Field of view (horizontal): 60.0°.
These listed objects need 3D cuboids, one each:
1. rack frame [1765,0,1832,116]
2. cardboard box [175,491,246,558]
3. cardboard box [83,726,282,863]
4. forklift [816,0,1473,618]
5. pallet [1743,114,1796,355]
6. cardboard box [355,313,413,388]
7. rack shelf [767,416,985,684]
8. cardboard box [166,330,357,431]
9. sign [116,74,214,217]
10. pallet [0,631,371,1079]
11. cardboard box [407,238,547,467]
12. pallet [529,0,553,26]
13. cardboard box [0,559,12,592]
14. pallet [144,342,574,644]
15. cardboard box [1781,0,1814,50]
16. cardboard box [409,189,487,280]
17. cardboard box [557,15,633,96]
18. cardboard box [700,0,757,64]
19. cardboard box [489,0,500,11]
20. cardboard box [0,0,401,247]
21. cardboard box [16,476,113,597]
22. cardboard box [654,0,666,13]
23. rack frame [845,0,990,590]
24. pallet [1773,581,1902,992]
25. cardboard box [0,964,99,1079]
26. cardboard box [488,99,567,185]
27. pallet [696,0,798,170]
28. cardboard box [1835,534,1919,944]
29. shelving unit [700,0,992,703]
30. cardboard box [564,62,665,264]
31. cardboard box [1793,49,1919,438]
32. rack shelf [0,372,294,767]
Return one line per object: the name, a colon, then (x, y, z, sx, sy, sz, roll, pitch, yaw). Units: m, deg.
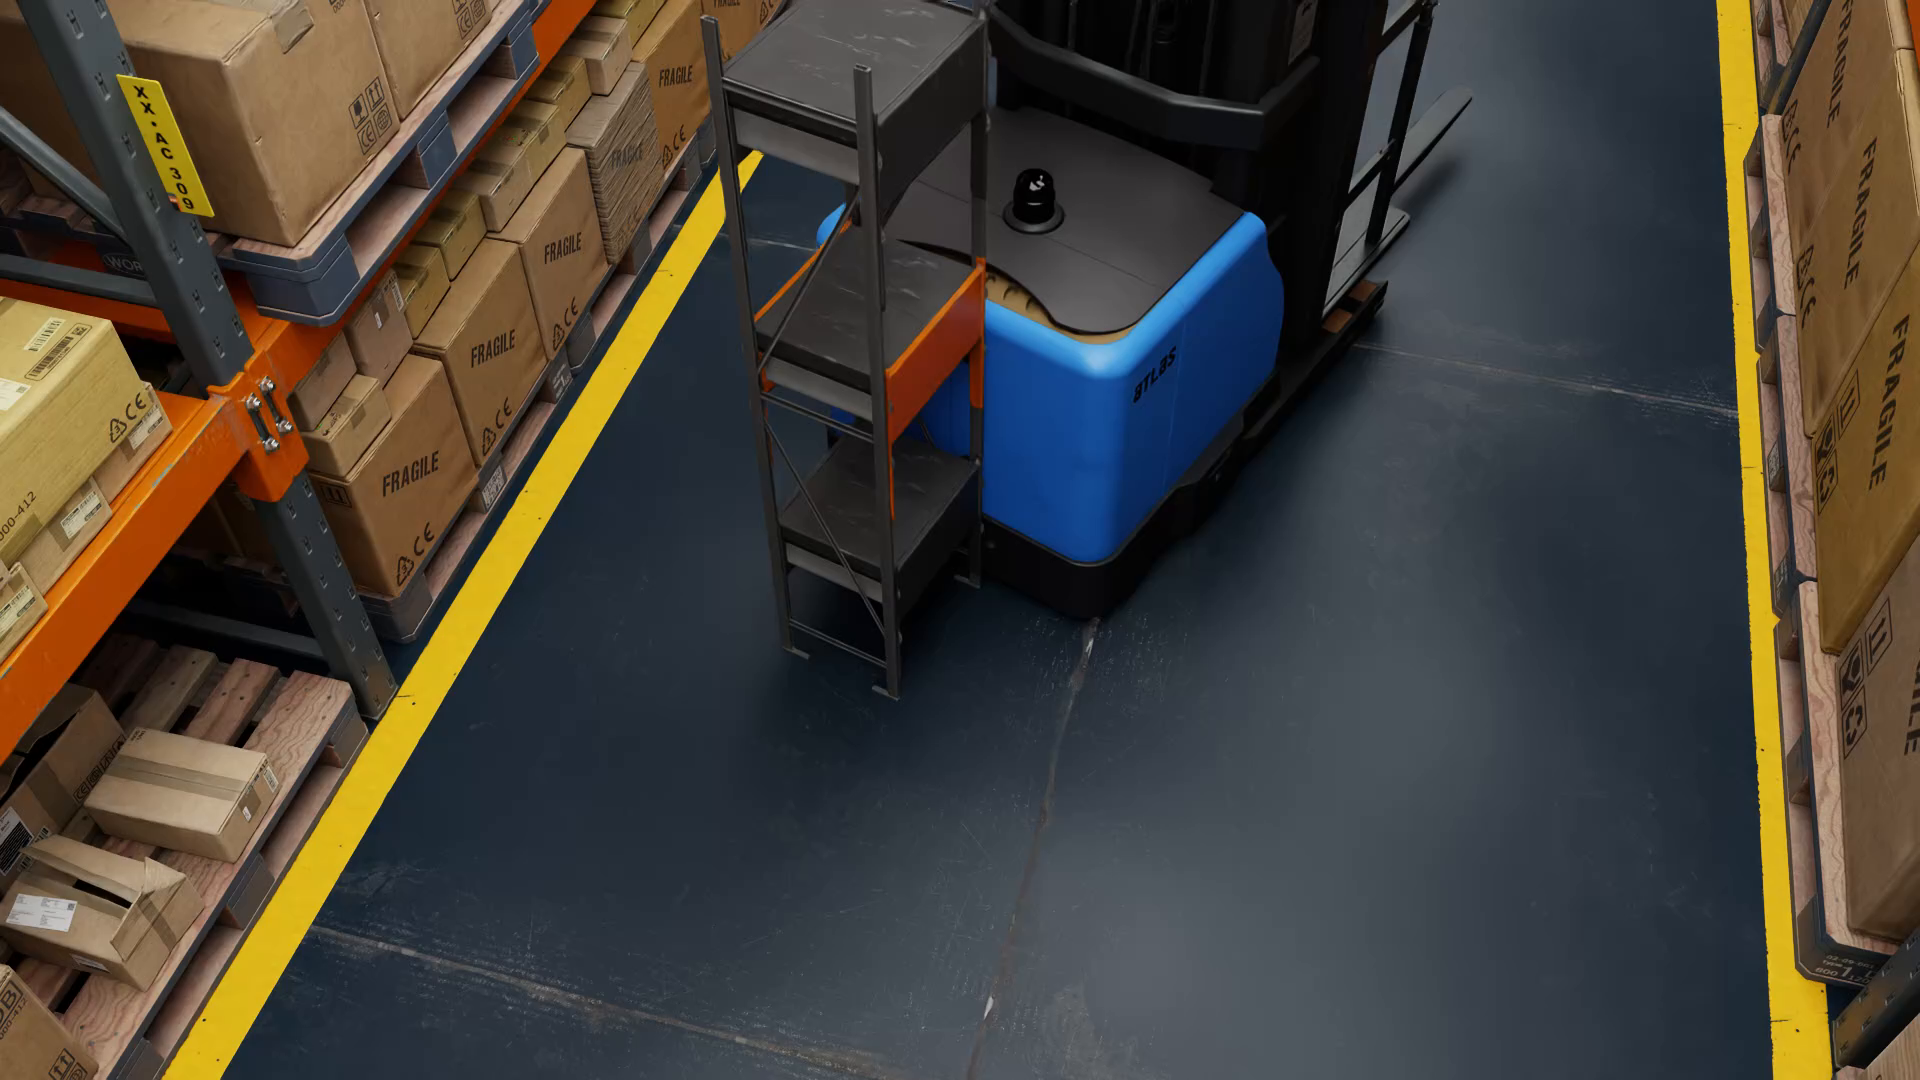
rack frame: (3.705, -2.527, 5.480, 1.000, 3.000, 0.127, 12, 50, 10)
cardboard box: (-2.294, -0.336, 4.933, 0.500, 0.500, 0.500, 11, 50, 10)
cardboard box: (-2.001, 0.655, 4.293, 0.380, 0.149, 0.250, 10, 49, 9)
forklift: (0.853, -1.808, 4.891, 1.130, 2.935, 3.031, 28, 54, 23)
pallet: (3.425, -1.049, 6.035, 1.003, 0.211, 1.213, 12, 50, 10)
cardboard box: (-1.788, -0.560, 4.698, 0.380, 0.149, 0.250, 10, 49, 9)
rack shelf: (-0.232, 0.012, 4.790, 0.431, 0.518, 0.480, 23, 52, 19)
cardboard box: (-1.845, -0.454, 4.406, 0.380, 0.149, 0.250, 11, 49, 9)
sign: (-1.612, -0.795, 3.374, 0.100, 0.325, 0.005, 12, 50, 10)
pallet: (-2.319, 0.809, 4.395, 1.003, 0.211, 1.213, 12, 50, 10)
cardboard box: (-1.663, -0.615, 5.179, 0.500, 0.500, 0.500, 11, 49, 10)
pallet: (-1.592, -2.033, 5.171, 1.003, 0.211, 1.213, 12, 50, 10)
cardboard box: (-2.154, 0.122, 3.043, 0.500, 0.250, 0.500, 12, 50, 10)
pallet: (-1.960, -0.284, 5.360, 1.003, 0.211, 1.213, 12, 50, 10)
cardboard box: (3.863, -2.203, 6.666, 0.950, 0.372, 0.625, 9, 49, 7)
cardboard box: (-1.673, -0.948, 5.041, 0.380, 0.149, 0.250, 11, 49, 9)
cardboard box: (-1.347, -1.669, 5.677, 0.380, 0.149, 0.250, 9, 49, 8)
cardboard box: (-1.131, -2.107, 6.496, 0.500, 0.500, 0.500, 11, 49, 9)
cardboard box: (-1.402, -1.634, 4.501, 0.396, 0.266, 0.258, 14, 50, 12)
cardboard box: (-1.794, -1.088, 3.863, 0.700, 0.500, 0.500, 13, 50, 11)
cardboard box: (-2.025, -0.054, 3.465, 0.380, 0.149, 0.250, 13, 50, 11)
cardboard box: (-1.238, -2.056, 6.018, 0.380, 0.149, 0.250, 13, 50, 11)
rack frame: (-0.113, -0.619, 4.396, 0.400, 2.100, 0.015, 23, 52, 19)
pallet: (2.782, 0.716, 4.477, 1.003, 0.211, 1.213, 12, 50, 10)
cardboard box: (-2.402, 1.186, 3.590, 0.700, 0.500, 0.500, 10, 49, 9)
cardboard box: (-1.503, -1.301, 5.352, 0.380, 0.149, 0.250, 13, 50, 11)
pallet: (-1.318, -2.048, 6.917, 1.003, 0.211, 1.213, 12, 50, 10)
cardboard box: (2.738, 0.466, 3.975, 0.875, 0.875, 0.875, 13, 50, 11)
shelving unit: (-0.232, -0.460, 4.255, 0.431, 2.100, 0.503, 23, 52, 19)
cardboard box: (-1.384, -1.349, 5.827, 0.500, 0.500, 0.500, 10, 49, 9)
cardboard box: (3.204, -0.835, 5.124, 0.875, 0.875, 0.875, 12, 50, 10)
rack shelf: (-2.664, 1.074, 2.781, 1.077, 0.370, 4.000, 12, 50, 10)
